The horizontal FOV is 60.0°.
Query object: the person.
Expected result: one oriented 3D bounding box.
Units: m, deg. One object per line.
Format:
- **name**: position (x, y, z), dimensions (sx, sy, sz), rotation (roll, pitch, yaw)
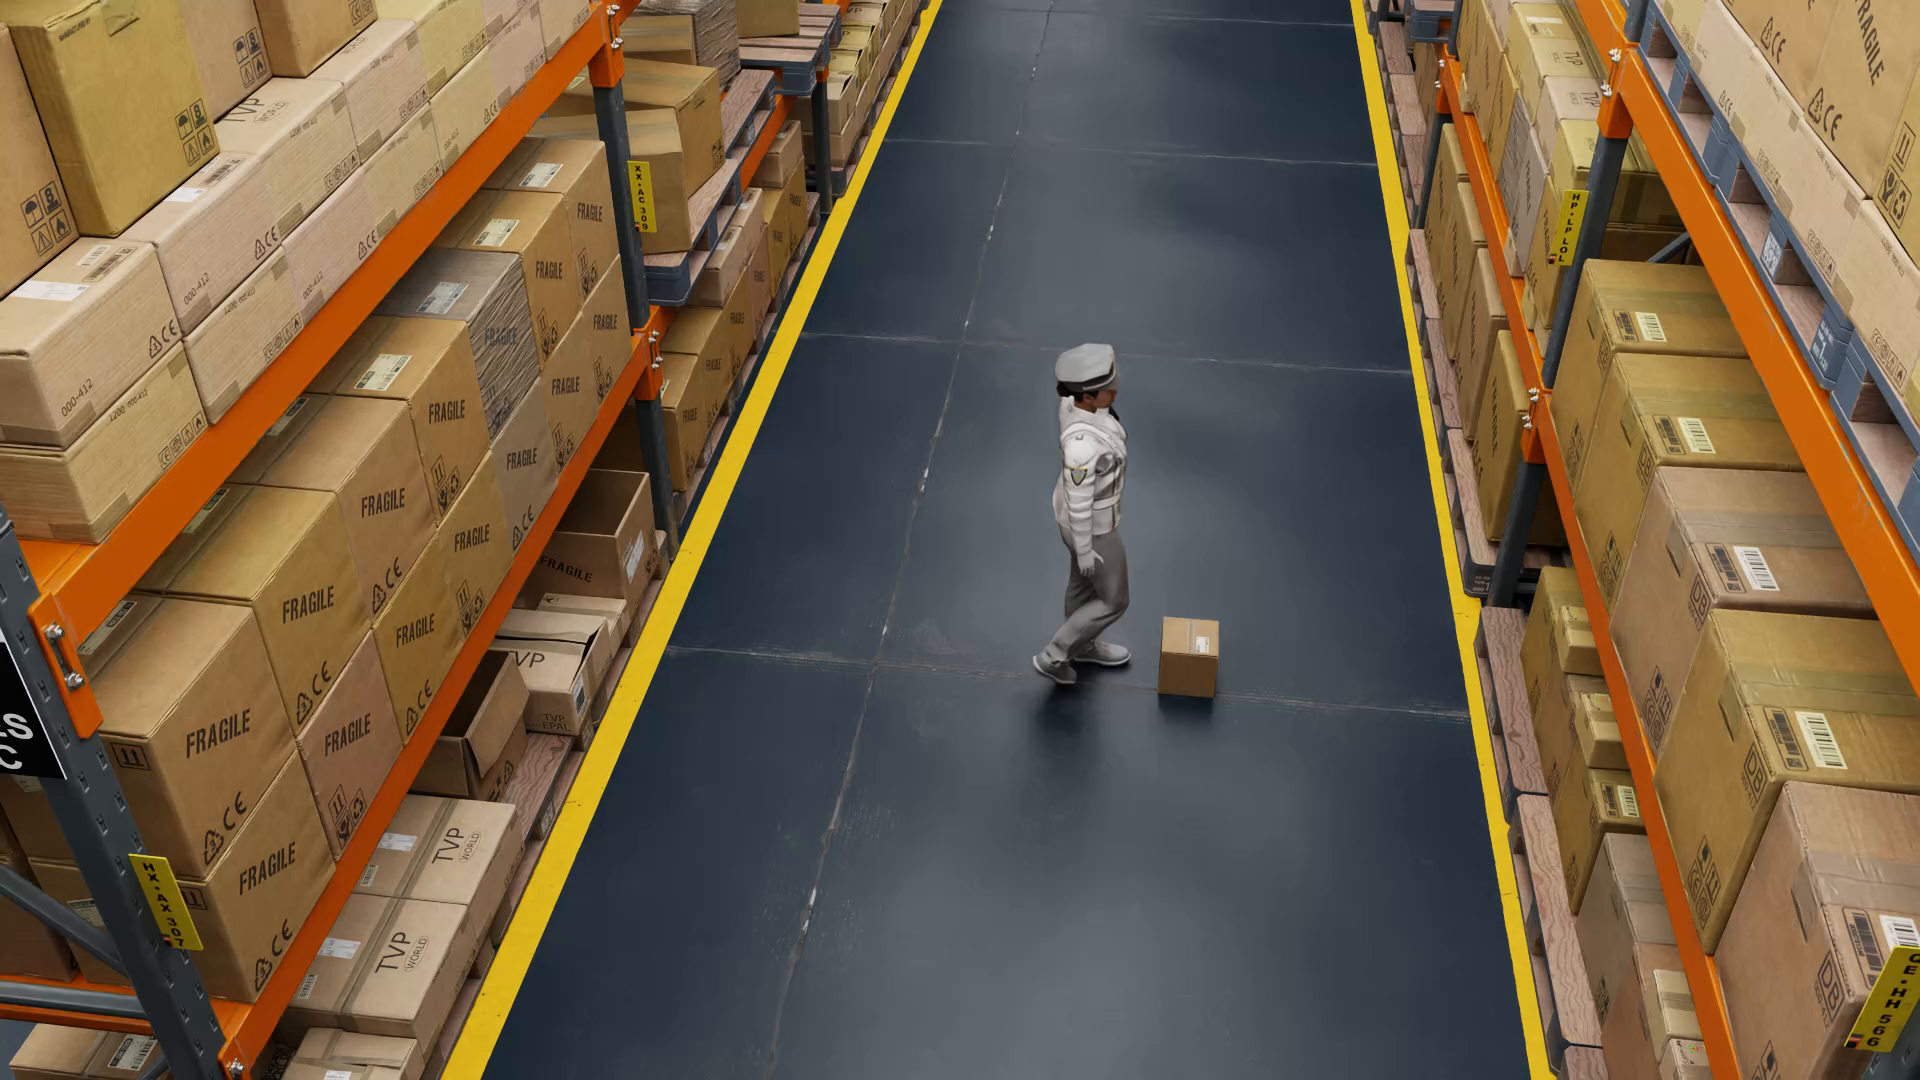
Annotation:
- **person**: position (0.550, -0.095, 7.140), dimensions (0.470, 1.682, 0.503), rotation (-1, 36, -1)
